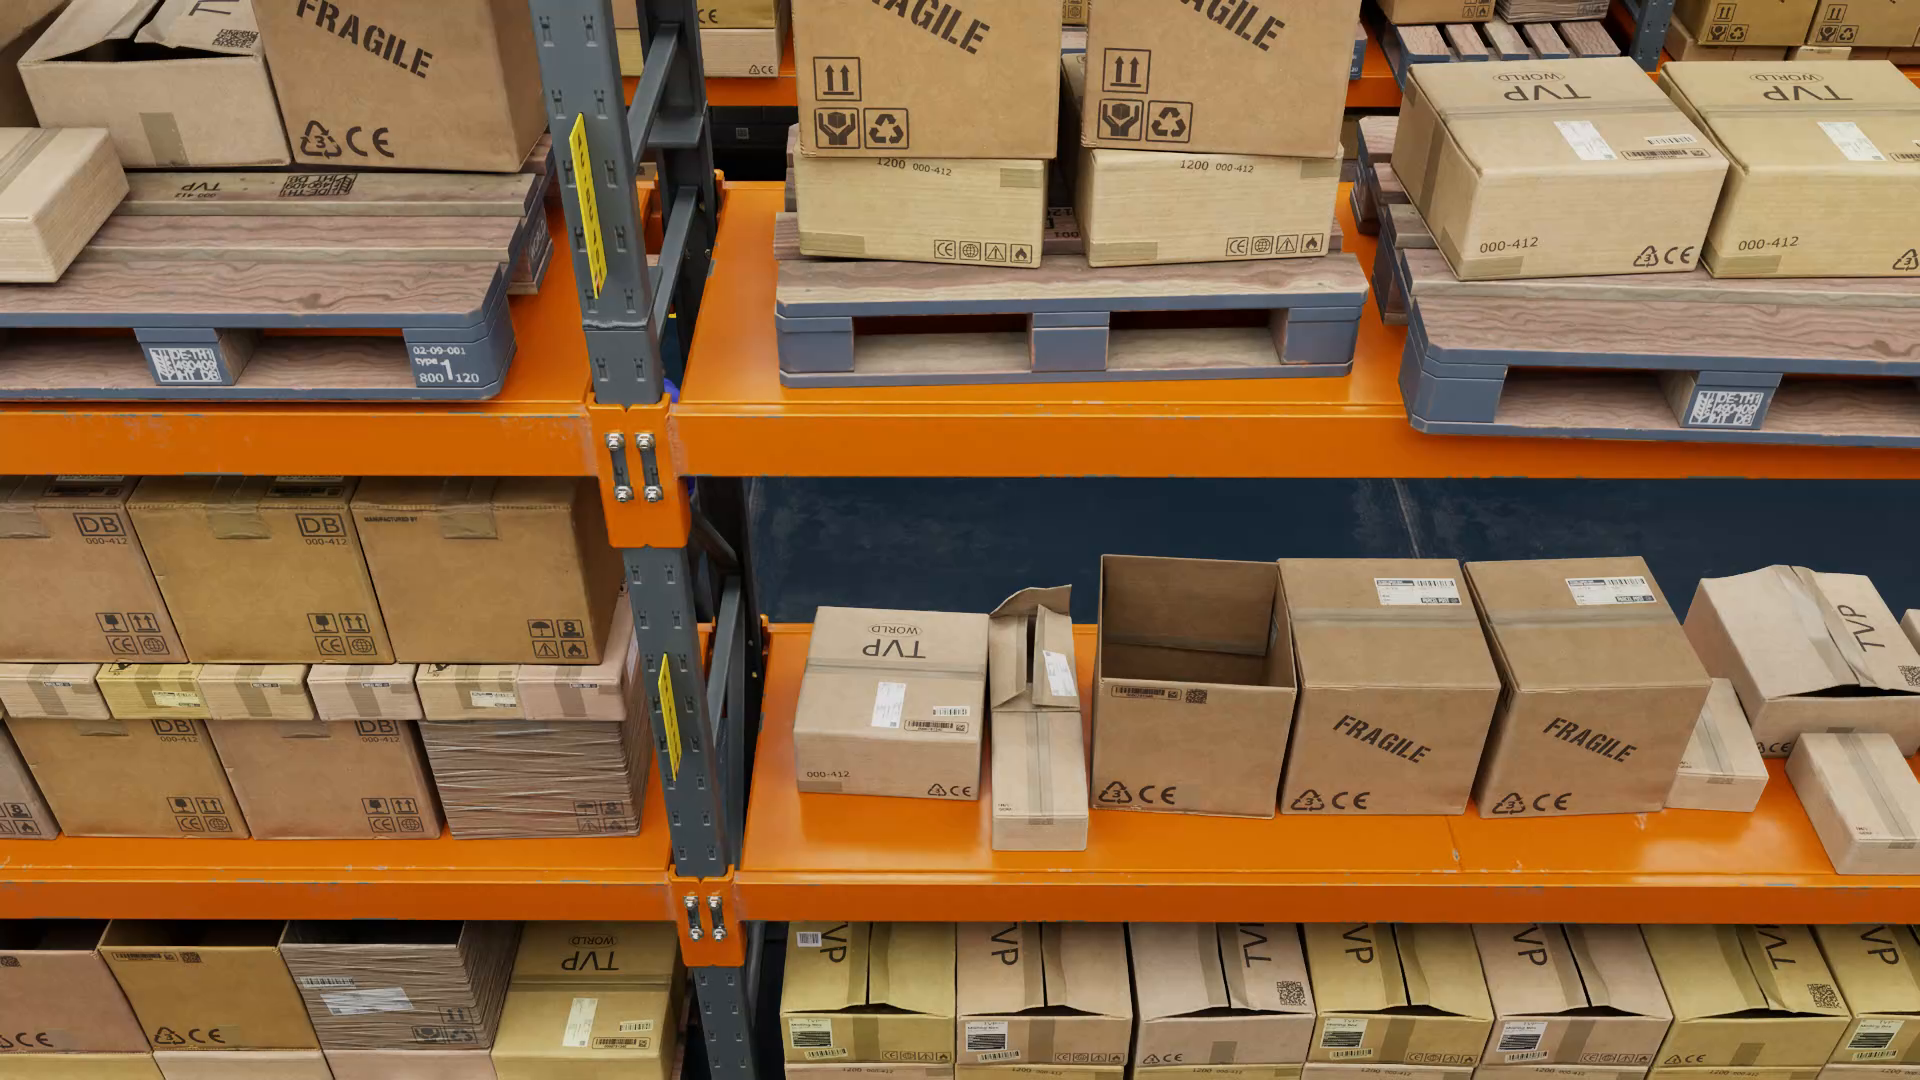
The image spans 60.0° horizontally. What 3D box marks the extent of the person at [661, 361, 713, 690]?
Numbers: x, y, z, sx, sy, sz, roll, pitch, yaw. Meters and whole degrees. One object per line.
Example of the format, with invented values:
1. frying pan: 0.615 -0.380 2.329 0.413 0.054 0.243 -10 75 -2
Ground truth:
1. person: -1.107 -0.068 6.241 0.350 1.655 0.506 0 40 0
